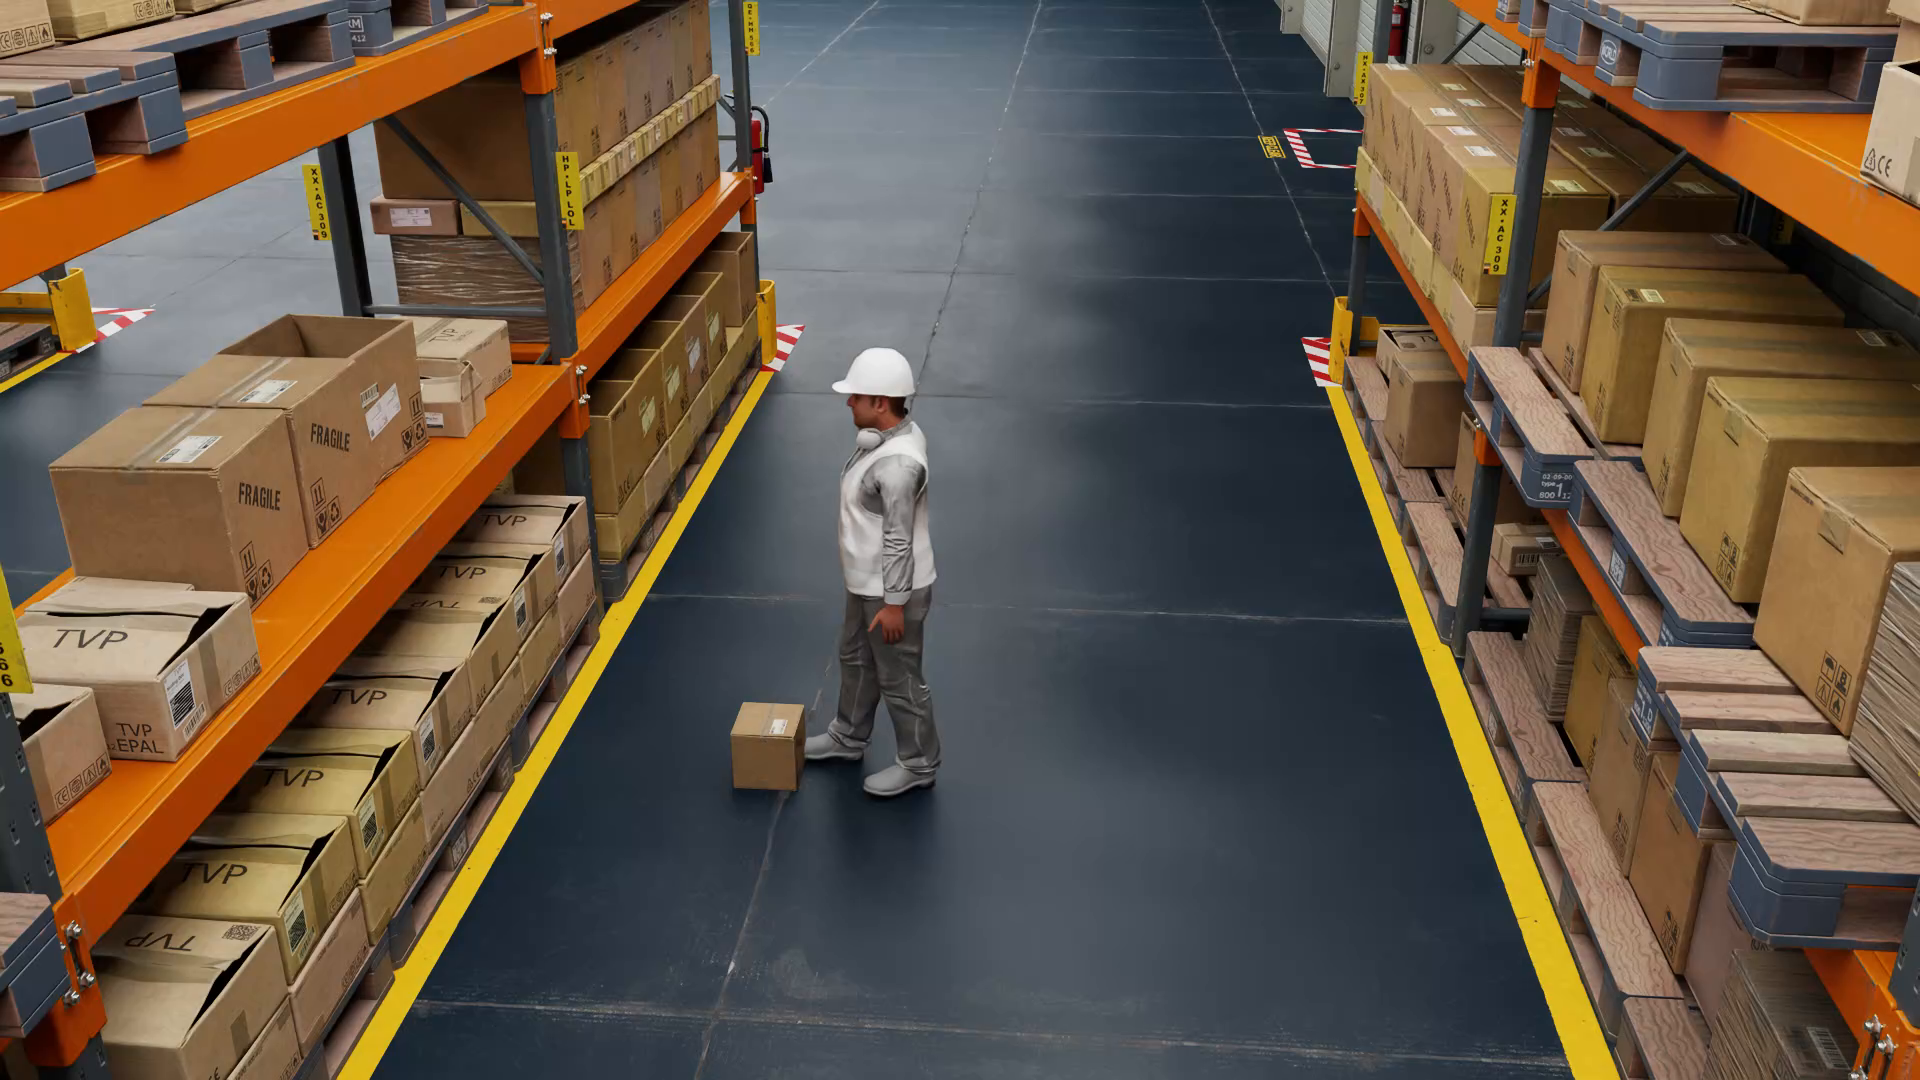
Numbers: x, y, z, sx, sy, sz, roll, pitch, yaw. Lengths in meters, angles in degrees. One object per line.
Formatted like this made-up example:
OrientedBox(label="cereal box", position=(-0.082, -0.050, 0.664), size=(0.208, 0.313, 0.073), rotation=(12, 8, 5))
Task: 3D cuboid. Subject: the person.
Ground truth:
OrientedBox(label="person", position=(-0.369, 0.142, 6.234), size=(0.590, 1.766, 0.575), rotation=(-3, 25, -6))
